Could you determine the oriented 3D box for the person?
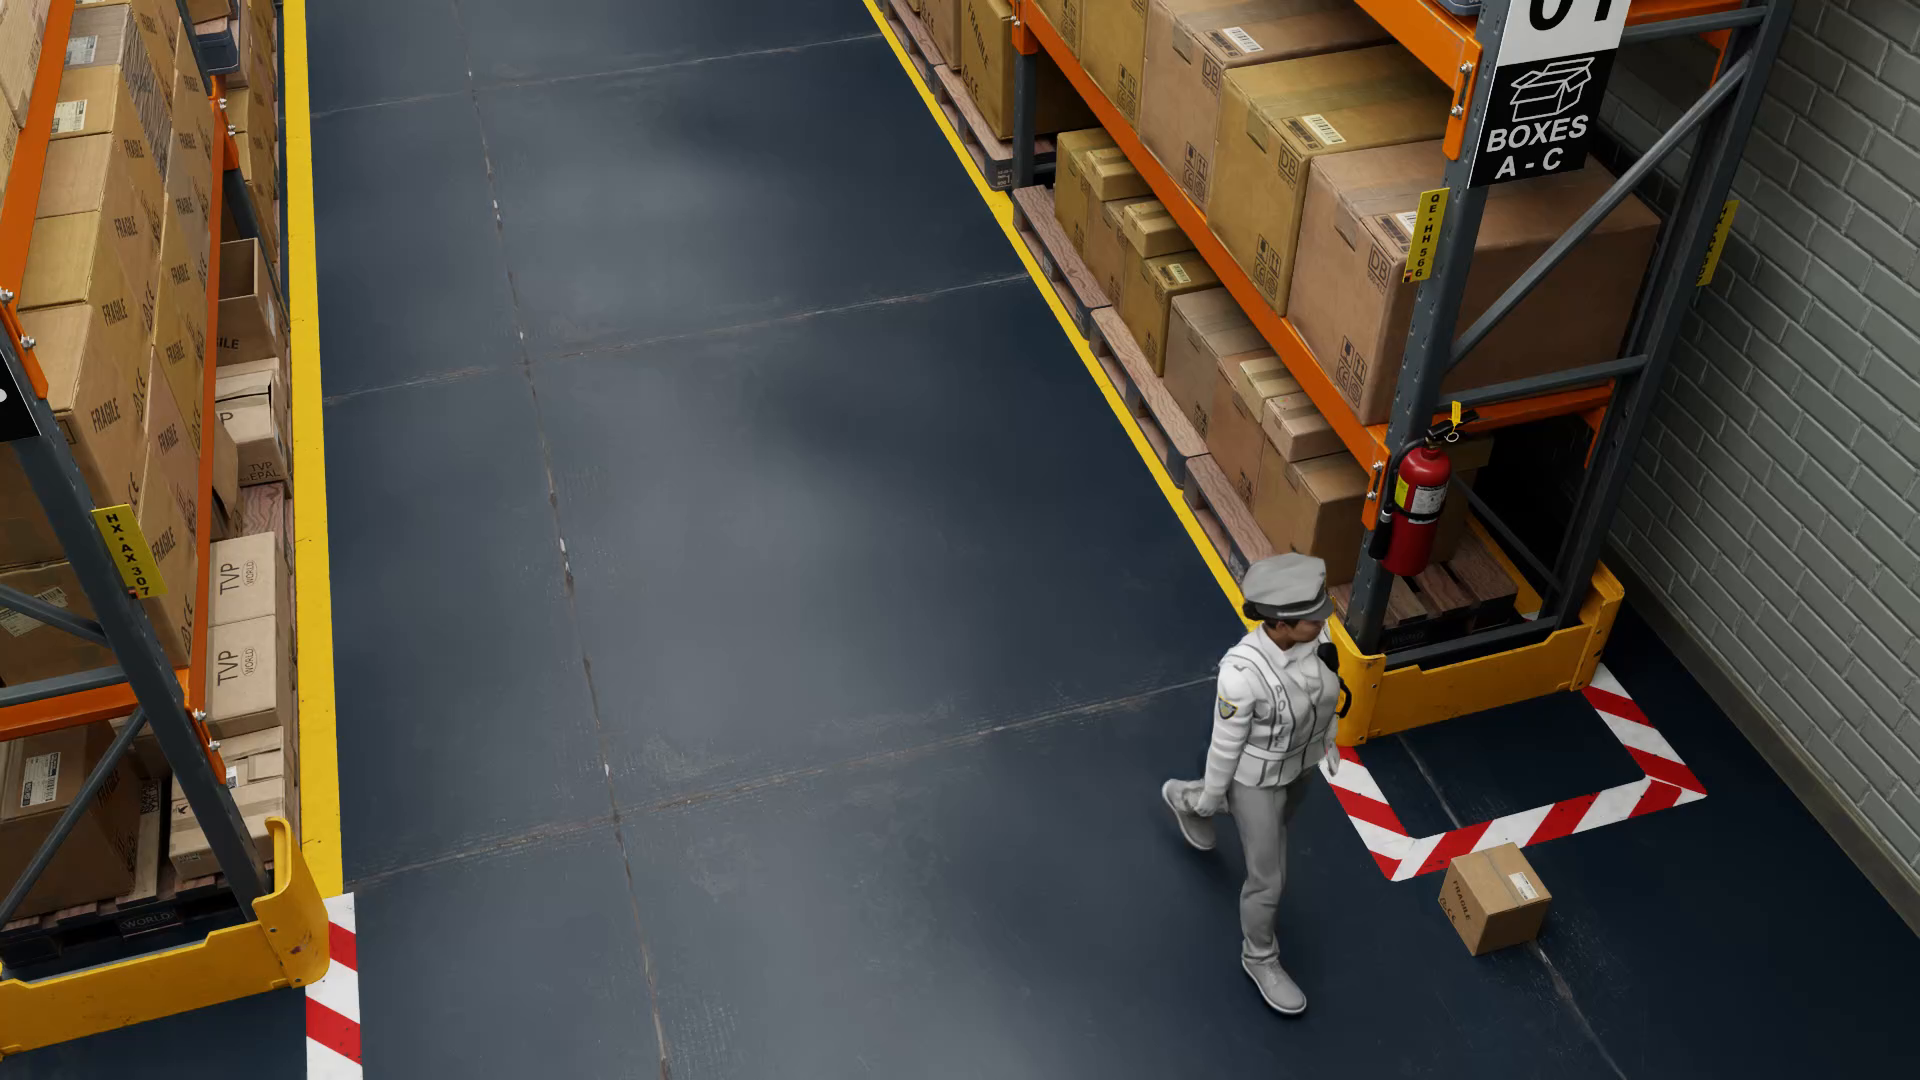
[{"bbox_3d":[0.999,0.691,5.384,0.510,1.637,0.895,-29,50,-28],"label":"person"}]
